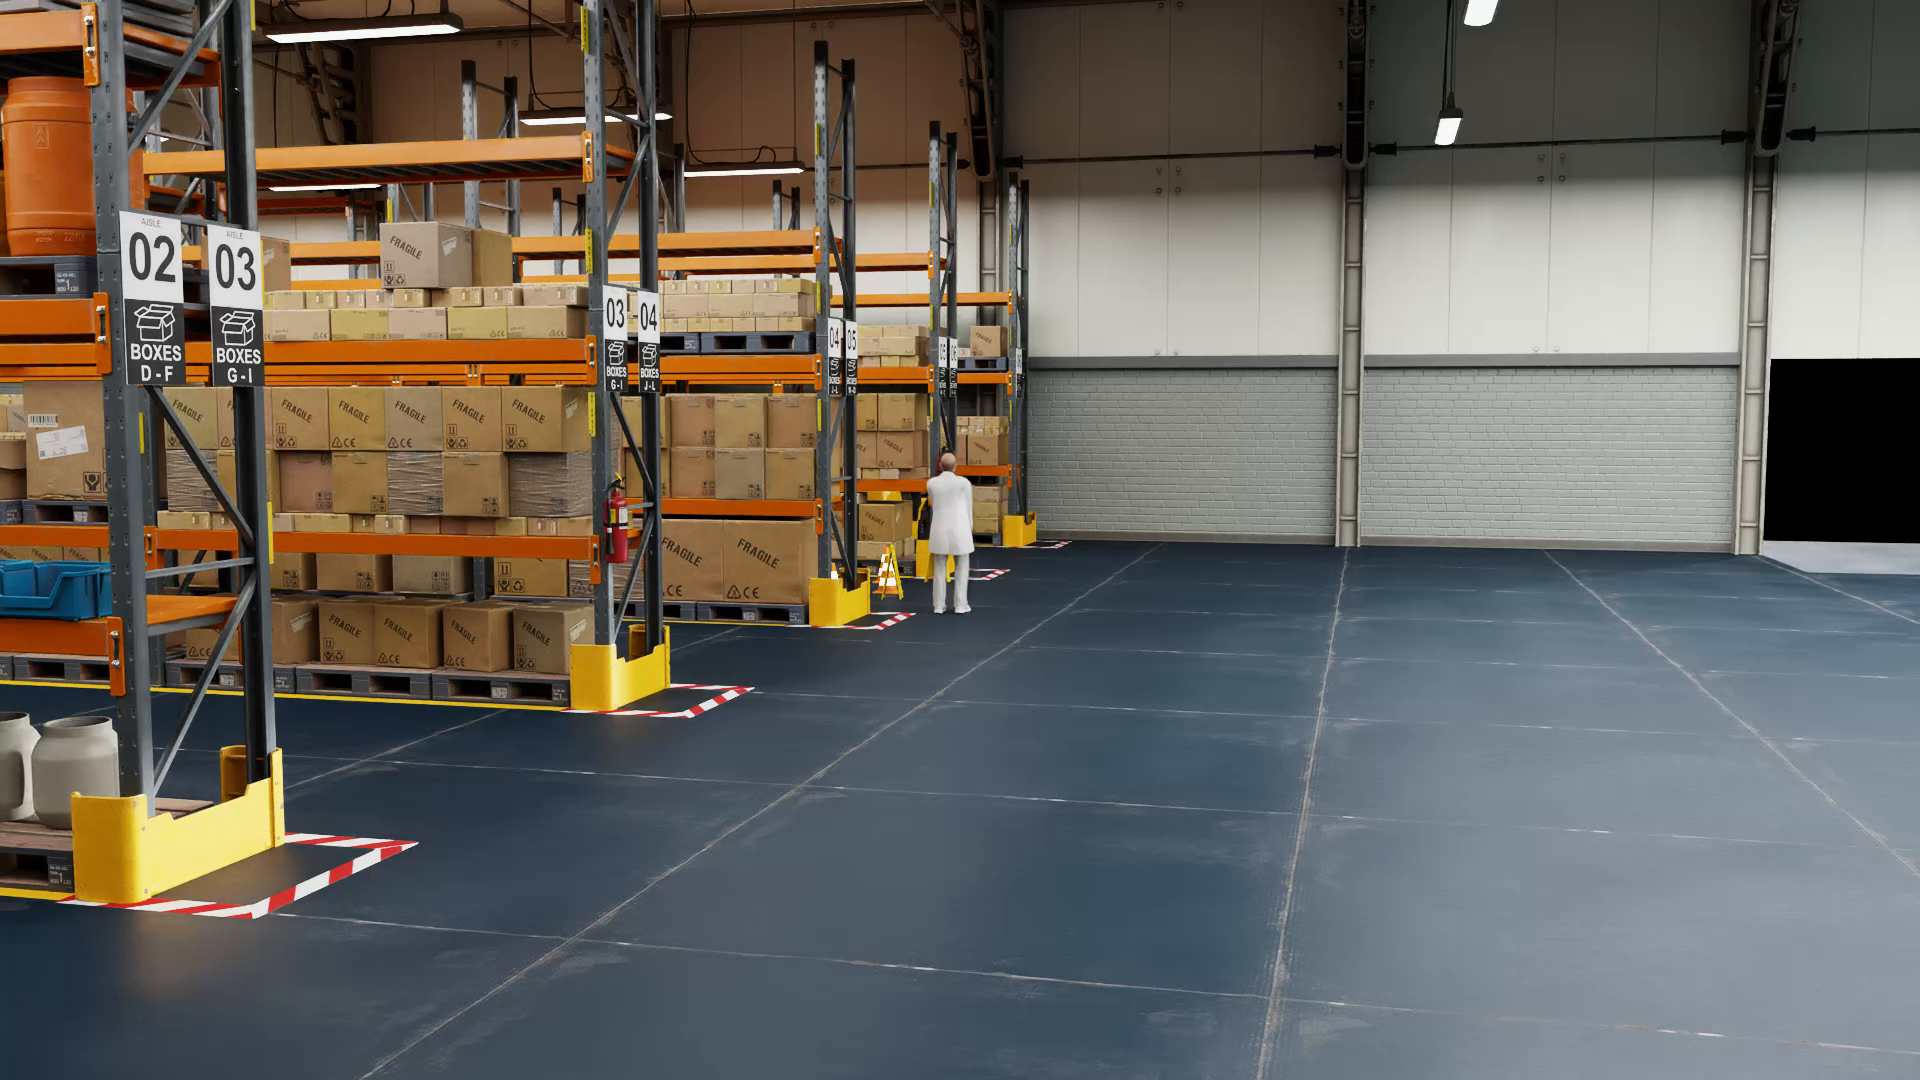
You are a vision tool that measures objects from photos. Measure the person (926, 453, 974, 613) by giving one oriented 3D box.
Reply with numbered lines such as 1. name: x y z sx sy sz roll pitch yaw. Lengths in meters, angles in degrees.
1. person: -0.088 -0.083 18.495 0.523 1.780 0.551 1 5 12
